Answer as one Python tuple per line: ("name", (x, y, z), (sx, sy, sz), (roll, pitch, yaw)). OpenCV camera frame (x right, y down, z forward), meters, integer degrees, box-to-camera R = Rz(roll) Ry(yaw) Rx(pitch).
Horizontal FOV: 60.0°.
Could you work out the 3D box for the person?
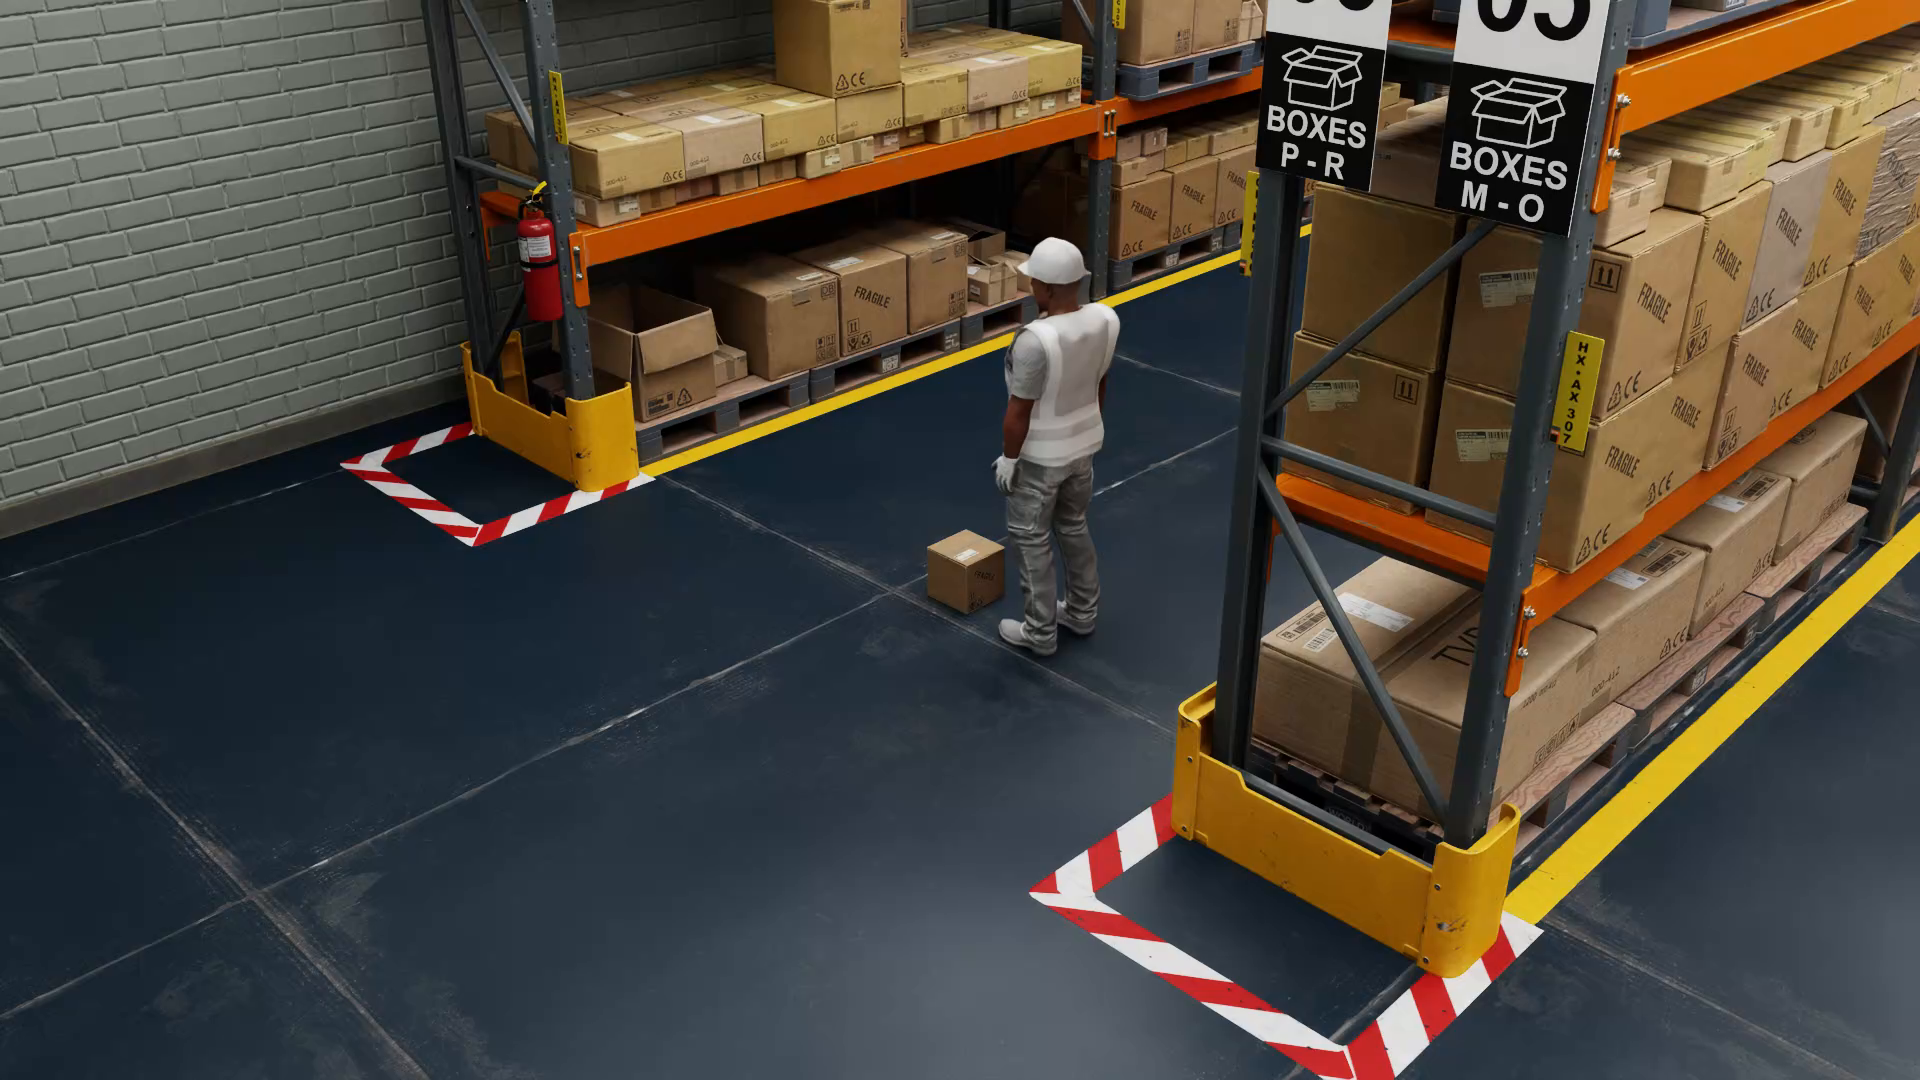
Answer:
("person", (0.374, -0.371, 6.814), (0.547, 1.778, 0.359), (-24, 36, -38))
